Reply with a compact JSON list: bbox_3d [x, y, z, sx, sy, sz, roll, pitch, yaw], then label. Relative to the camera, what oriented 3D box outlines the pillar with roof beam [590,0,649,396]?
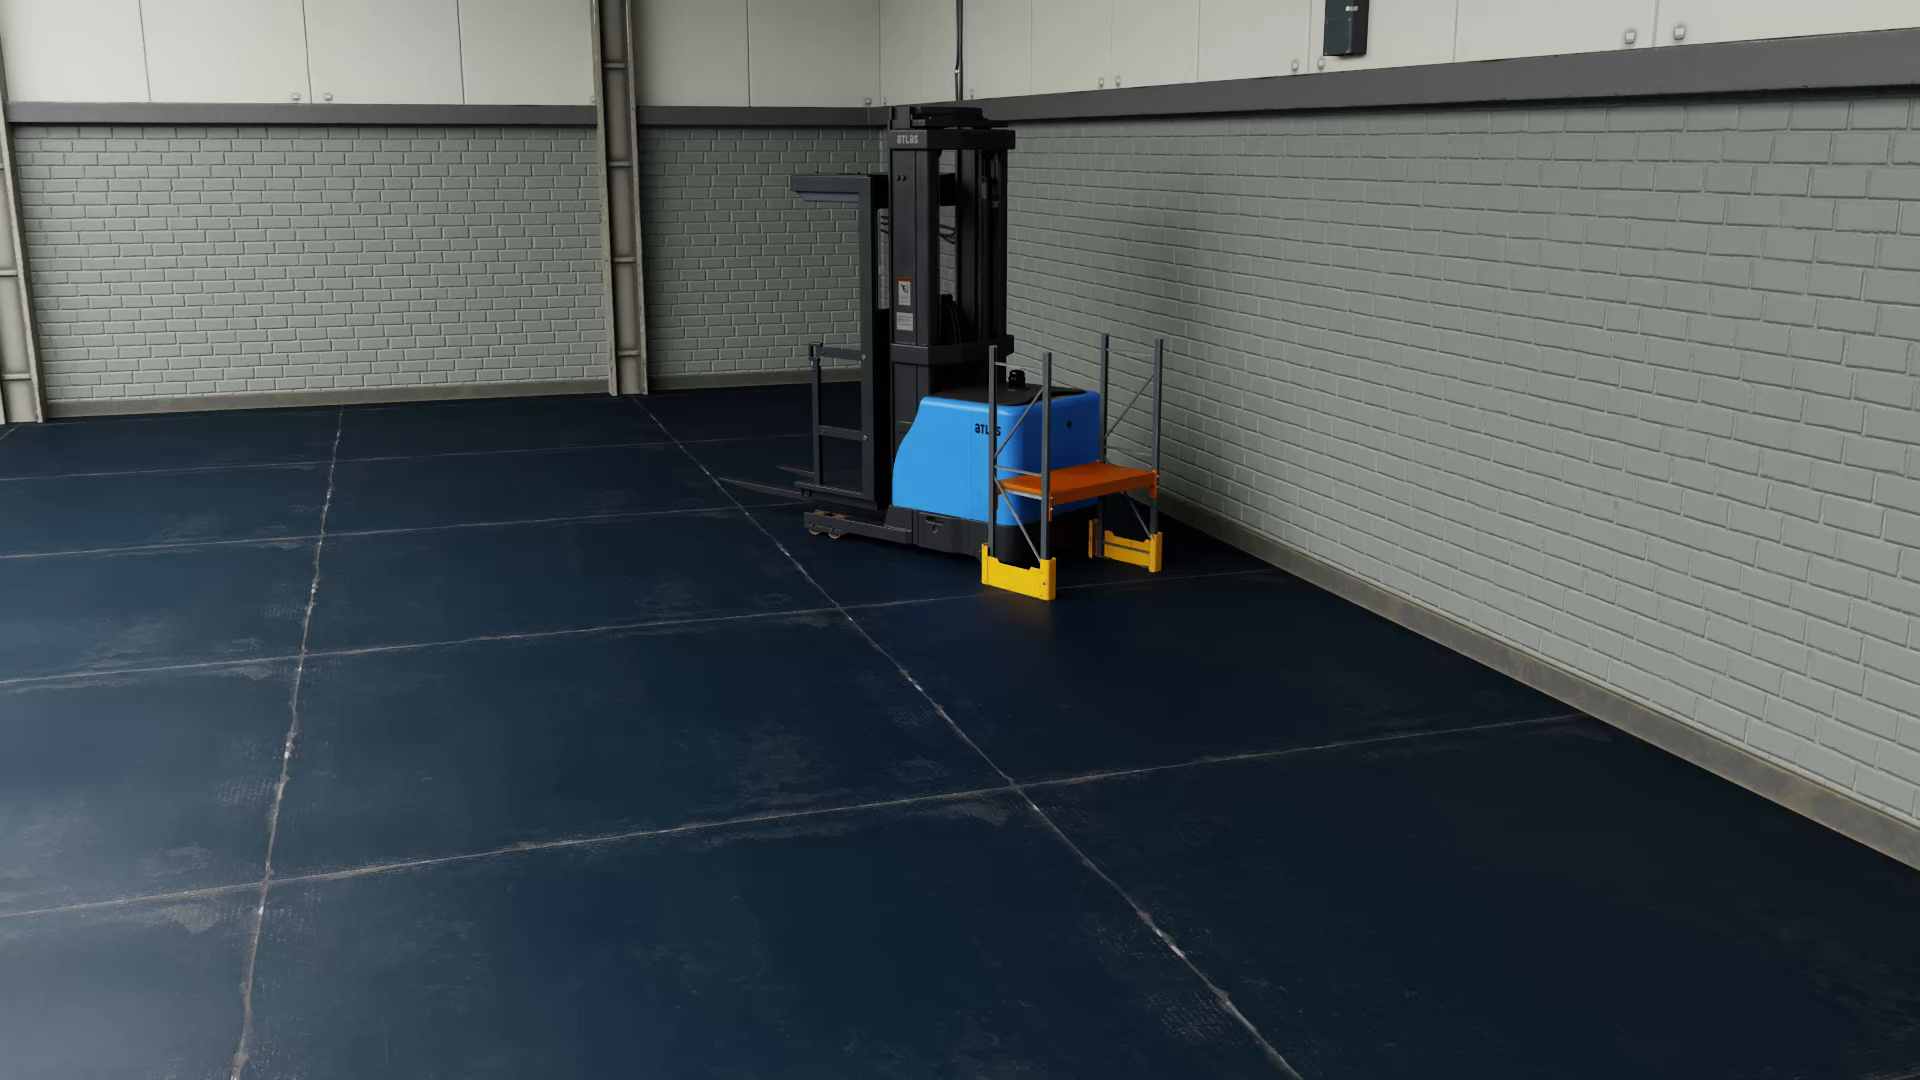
[{"bbox_3d":[-2.320,-5.072,13.518,0.400,9.000,9.100,-4,14,-18],"label":"pillar with roof beam"}]

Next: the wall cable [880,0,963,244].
[{"bbox_3d":[-0.479,-4.433,17.542,0.112,2.526,3.097,-4,14,-18],"label":"wall cable"}]

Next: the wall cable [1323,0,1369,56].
[{"bbox_3d":[2.534,-5.514,8.031,0.169,6.003,2.305,-4,14,-18],"label":"wall cable"}]

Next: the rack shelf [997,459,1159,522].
[{"bbox_3d":[0.730,-0.322,10.534,1.000,0.185,0.538,-12,18,-42],"label":"rack shelf"}]

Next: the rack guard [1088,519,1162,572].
[{"bbox_3d":[1.086,0.033,10.963,0.087,0.250,0.587,-12,18,-42],"label":"rack guard"}]

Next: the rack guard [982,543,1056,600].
[{"bbox_3d":[0.360,0.191,10.299,0.087,0.250,0.587,-12,18,-42],"label":"rack guard"}]

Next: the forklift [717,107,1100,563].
[{"bbox_3d":[-0.478,-1.518,11.692,3.031,2.935,1.130,11,17,39],"label":"forklift"}]

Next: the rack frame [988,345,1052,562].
[{"bbox_3d":[0.359,-0.417,10.154,0.032,1.500,0.500,-12,18,-42],"label":"rack frame"}]

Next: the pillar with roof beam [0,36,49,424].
[{"bbox_3d":[-8.006,-4.629,11.657,0.400,9.000,9.100,-4,14,-18],"label":"pillar with roof beam"}]

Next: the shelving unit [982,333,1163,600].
[{"bbox_3d":[0.723,-0.496,10.487,1.083,1.500,0.587,-12,18,-42],"label":"shelving unit"}]

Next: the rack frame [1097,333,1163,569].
[{"bbox_3d":[1.100,-0.578,10.831,0.032,1.500,0.500,-12,18,-42],"label":"rack frame"}]
